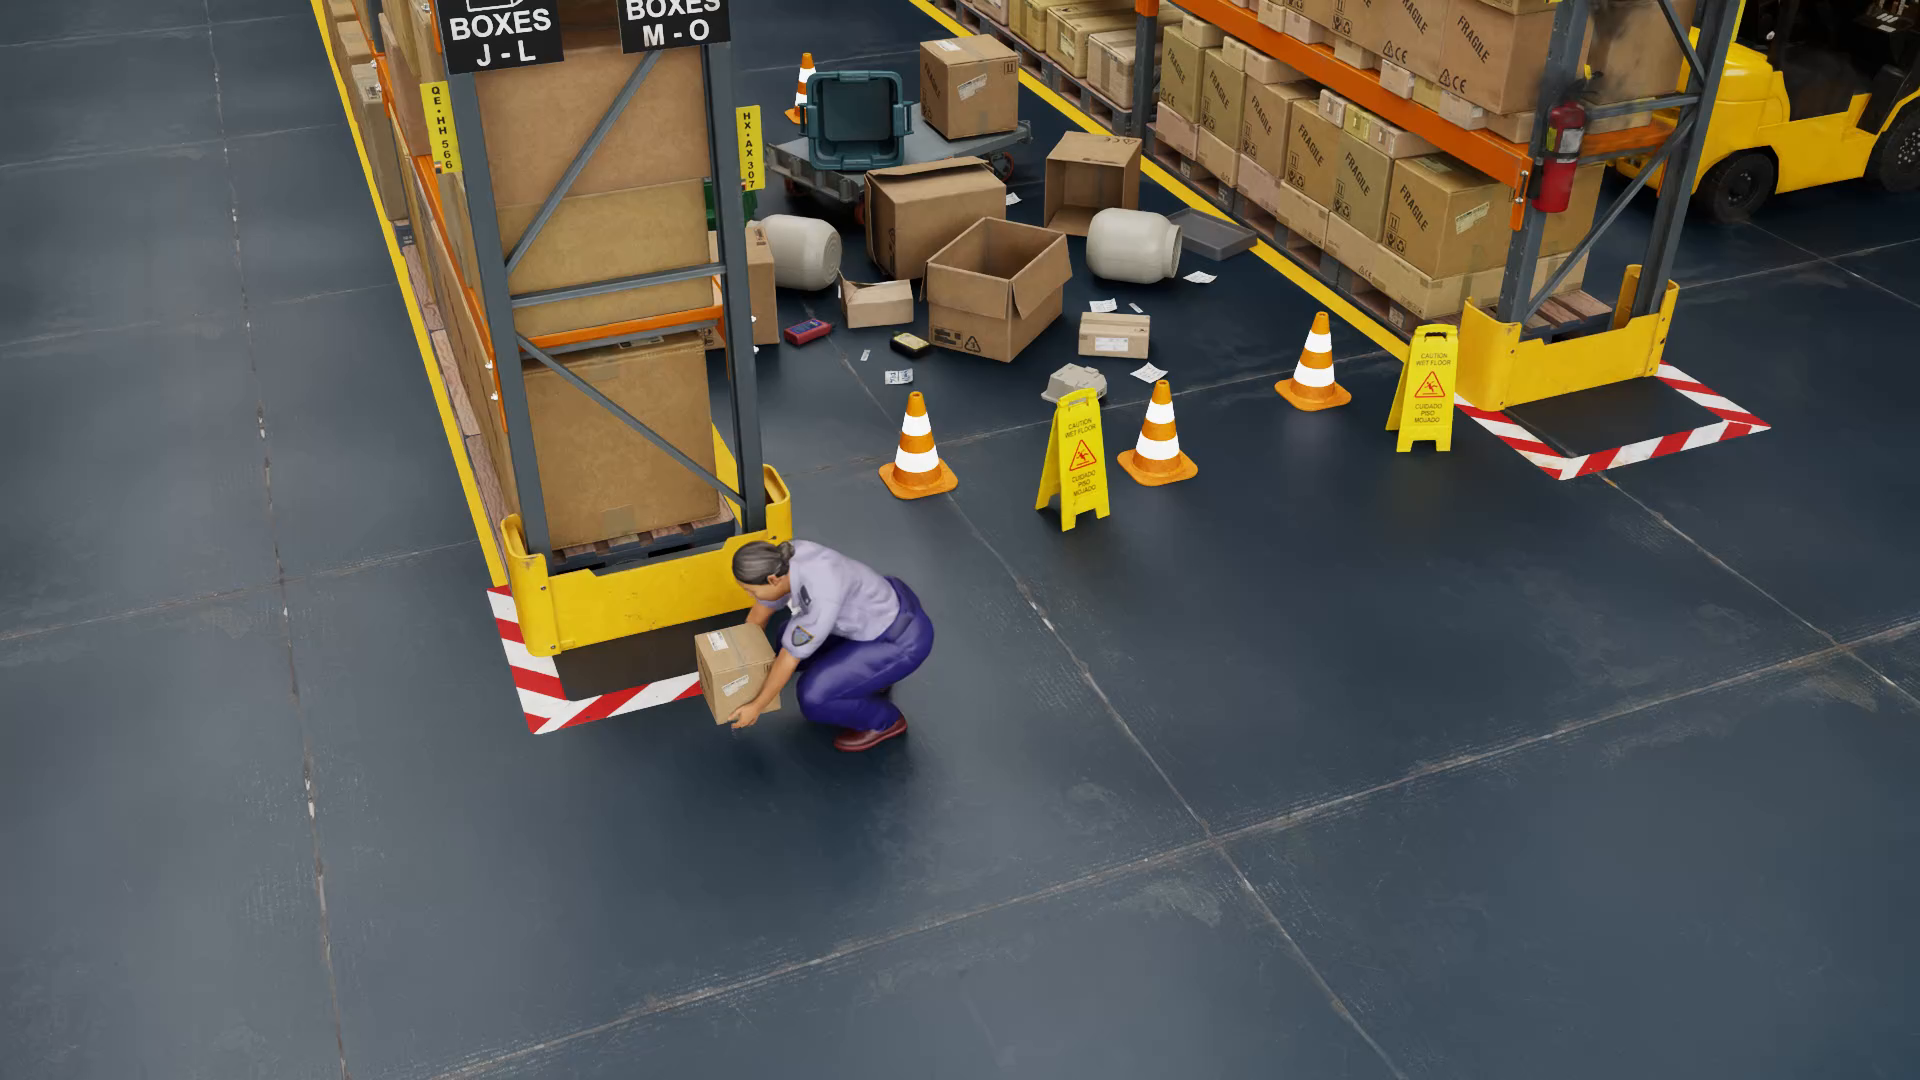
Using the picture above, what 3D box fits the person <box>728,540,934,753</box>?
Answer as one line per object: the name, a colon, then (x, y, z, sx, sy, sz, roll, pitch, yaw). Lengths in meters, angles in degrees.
person: (-0.524, 0.340, 6.297, 0.848, 0.942, 0.517, -11, 35, -15)
